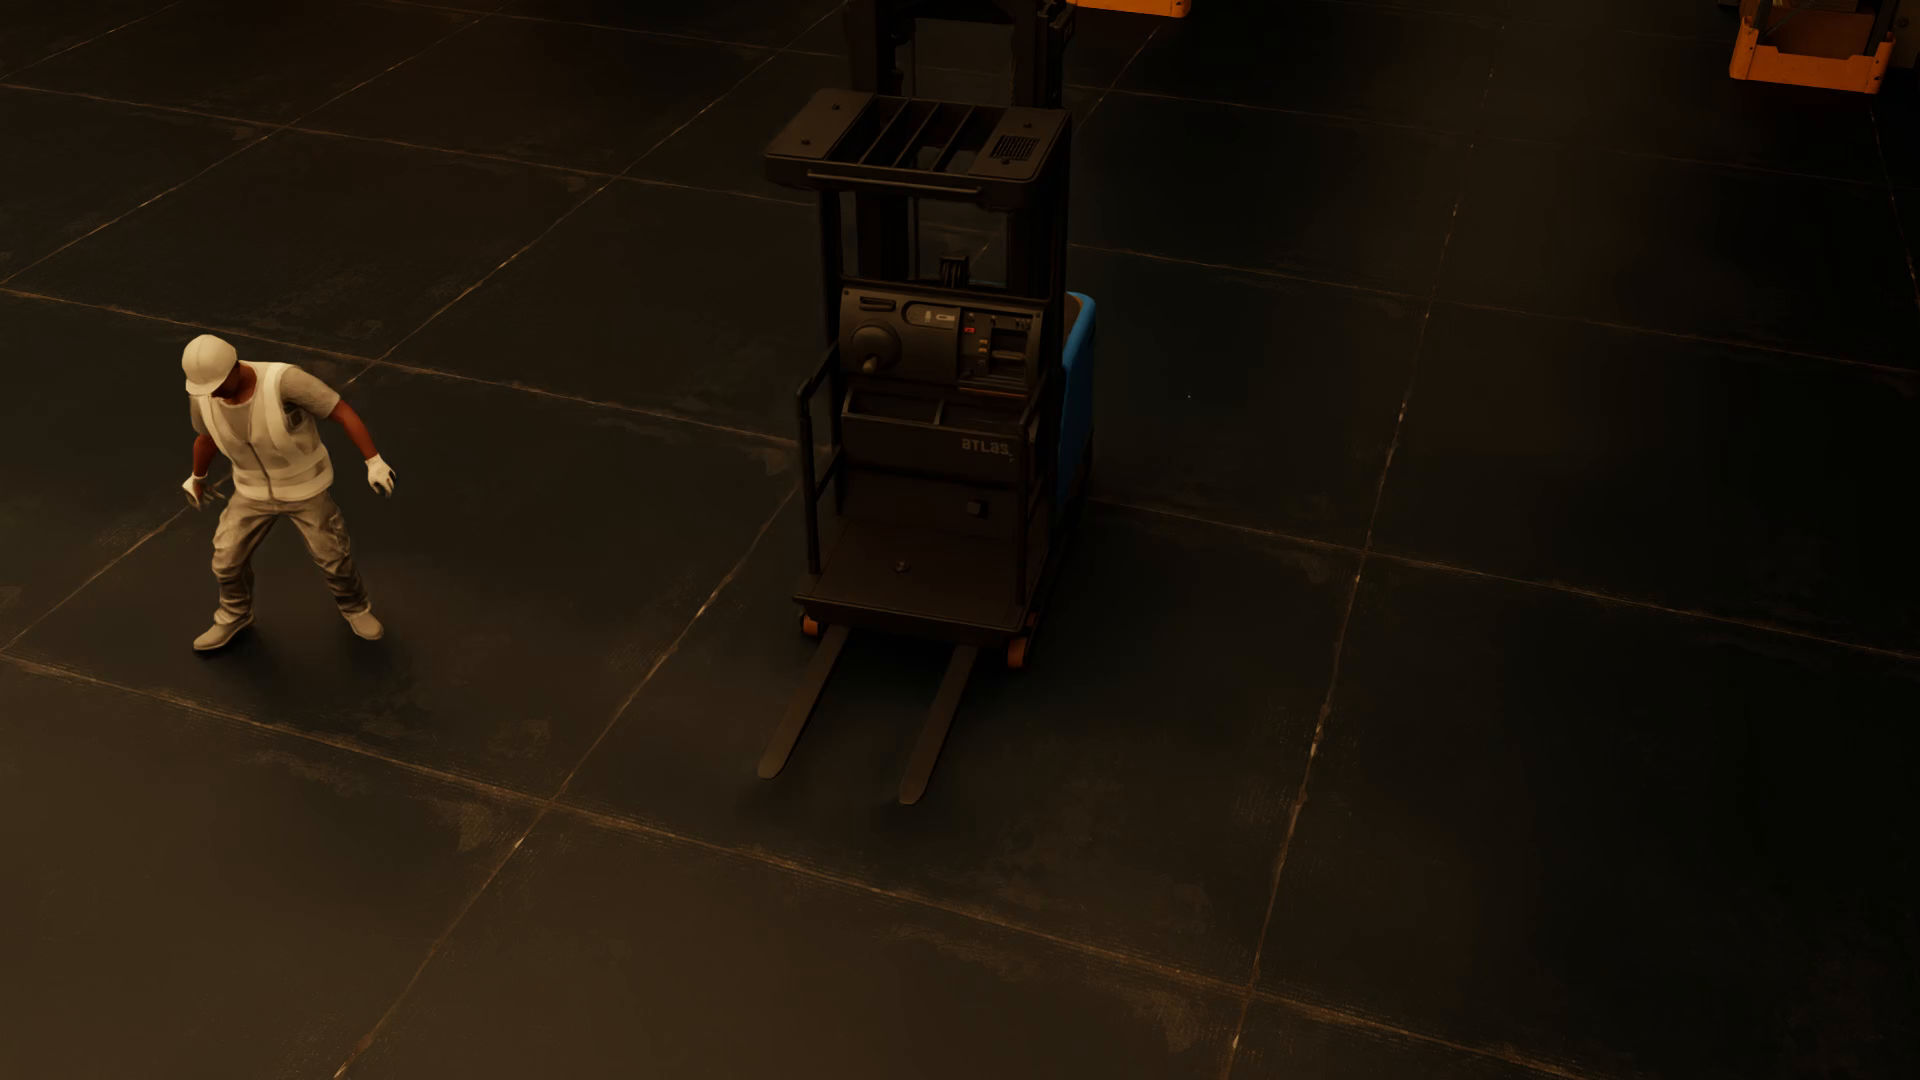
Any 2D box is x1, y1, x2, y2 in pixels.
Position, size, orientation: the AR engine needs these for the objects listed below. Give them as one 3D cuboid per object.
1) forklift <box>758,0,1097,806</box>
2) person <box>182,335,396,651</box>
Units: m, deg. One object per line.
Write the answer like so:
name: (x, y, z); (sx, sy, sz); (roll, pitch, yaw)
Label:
forklift: (-0.140, -0.834, 7.288); (1.130, 2.935, 3.031); (8, 36, 12)
person: (-3.078, -0.207, 7.477); (1.107, 1.713, 0.499); (0, 35, -1)
